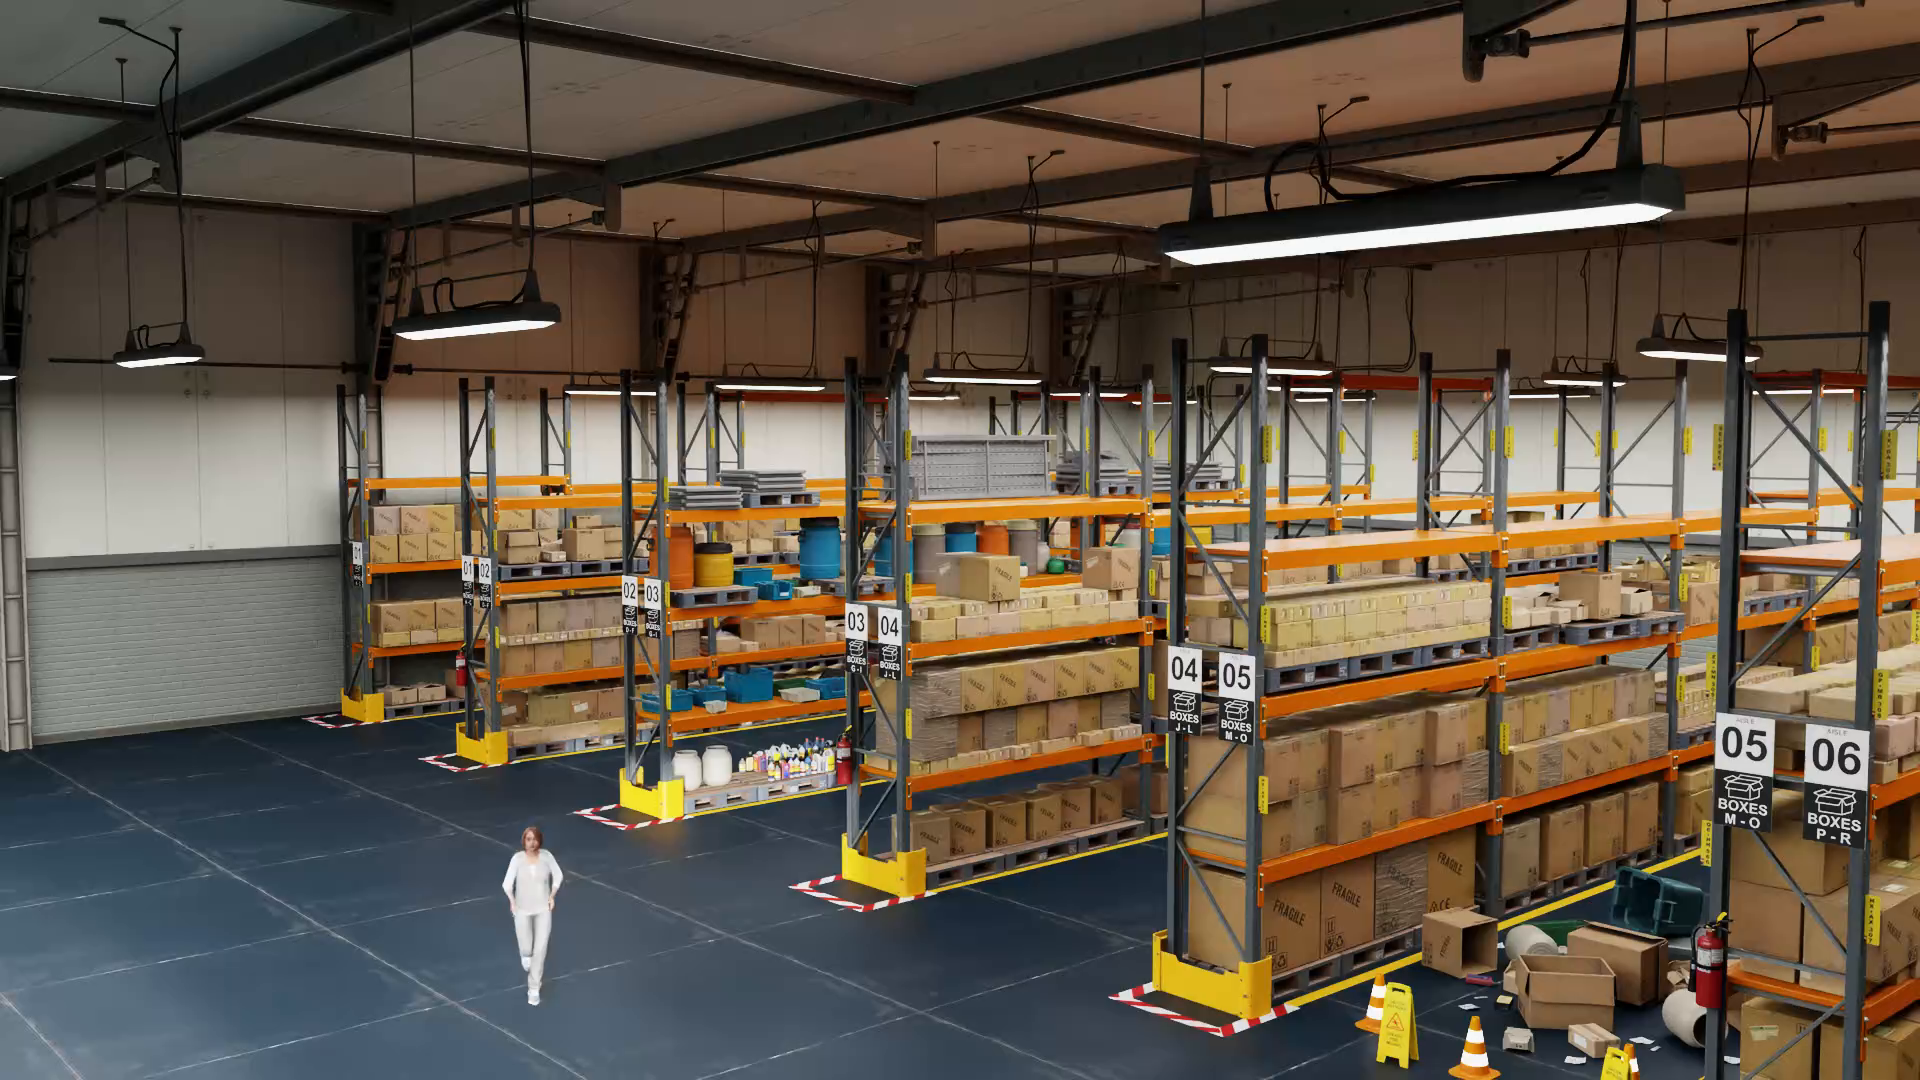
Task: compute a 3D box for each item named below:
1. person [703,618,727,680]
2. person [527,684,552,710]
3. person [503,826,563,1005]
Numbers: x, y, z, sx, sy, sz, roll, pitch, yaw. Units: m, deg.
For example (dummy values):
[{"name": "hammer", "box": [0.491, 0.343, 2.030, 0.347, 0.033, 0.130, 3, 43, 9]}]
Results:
[{"name": "person", "box": [-4.591, 2.297, 31.542, 0.605, 1.593, 0.823, 3, 5, 41]}, {"name": "person", "box": [-7.127, 2.459, 28.422, 0.649, 1.677, 0.595, 3, 5, 40]}, {"name": "person", "box": [-3.909, 3.394, 15.245, 0.536, 1.575, 0.664, -1, 4, -16]}]
